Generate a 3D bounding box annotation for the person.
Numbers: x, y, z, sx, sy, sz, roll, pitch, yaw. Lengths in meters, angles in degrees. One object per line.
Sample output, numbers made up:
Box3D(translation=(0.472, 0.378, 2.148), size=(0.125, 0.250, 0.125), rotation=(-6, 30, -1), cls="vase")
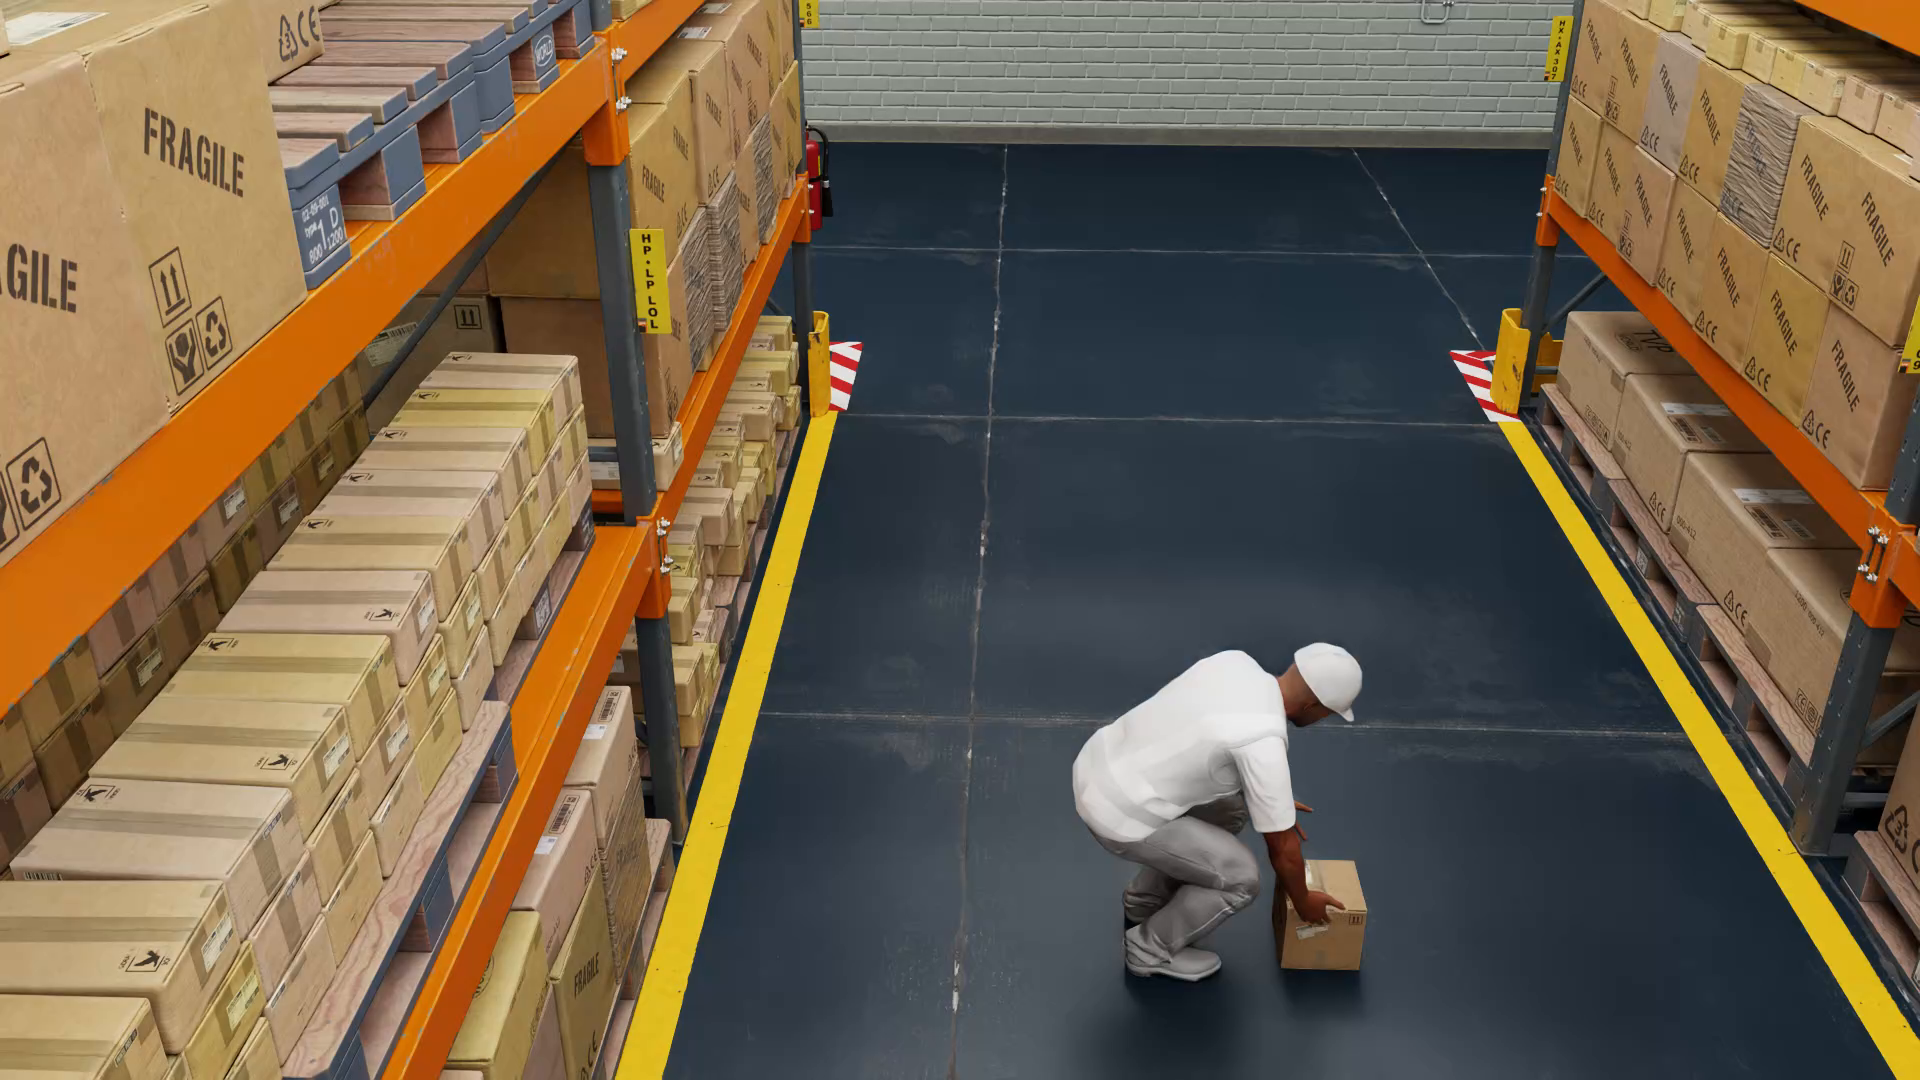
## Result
Box3D(translation=(0.789, 0.811, 5.262), size=(0.869, 1.112, 0.606), rotation=(1, 28, 2), cls="person")
